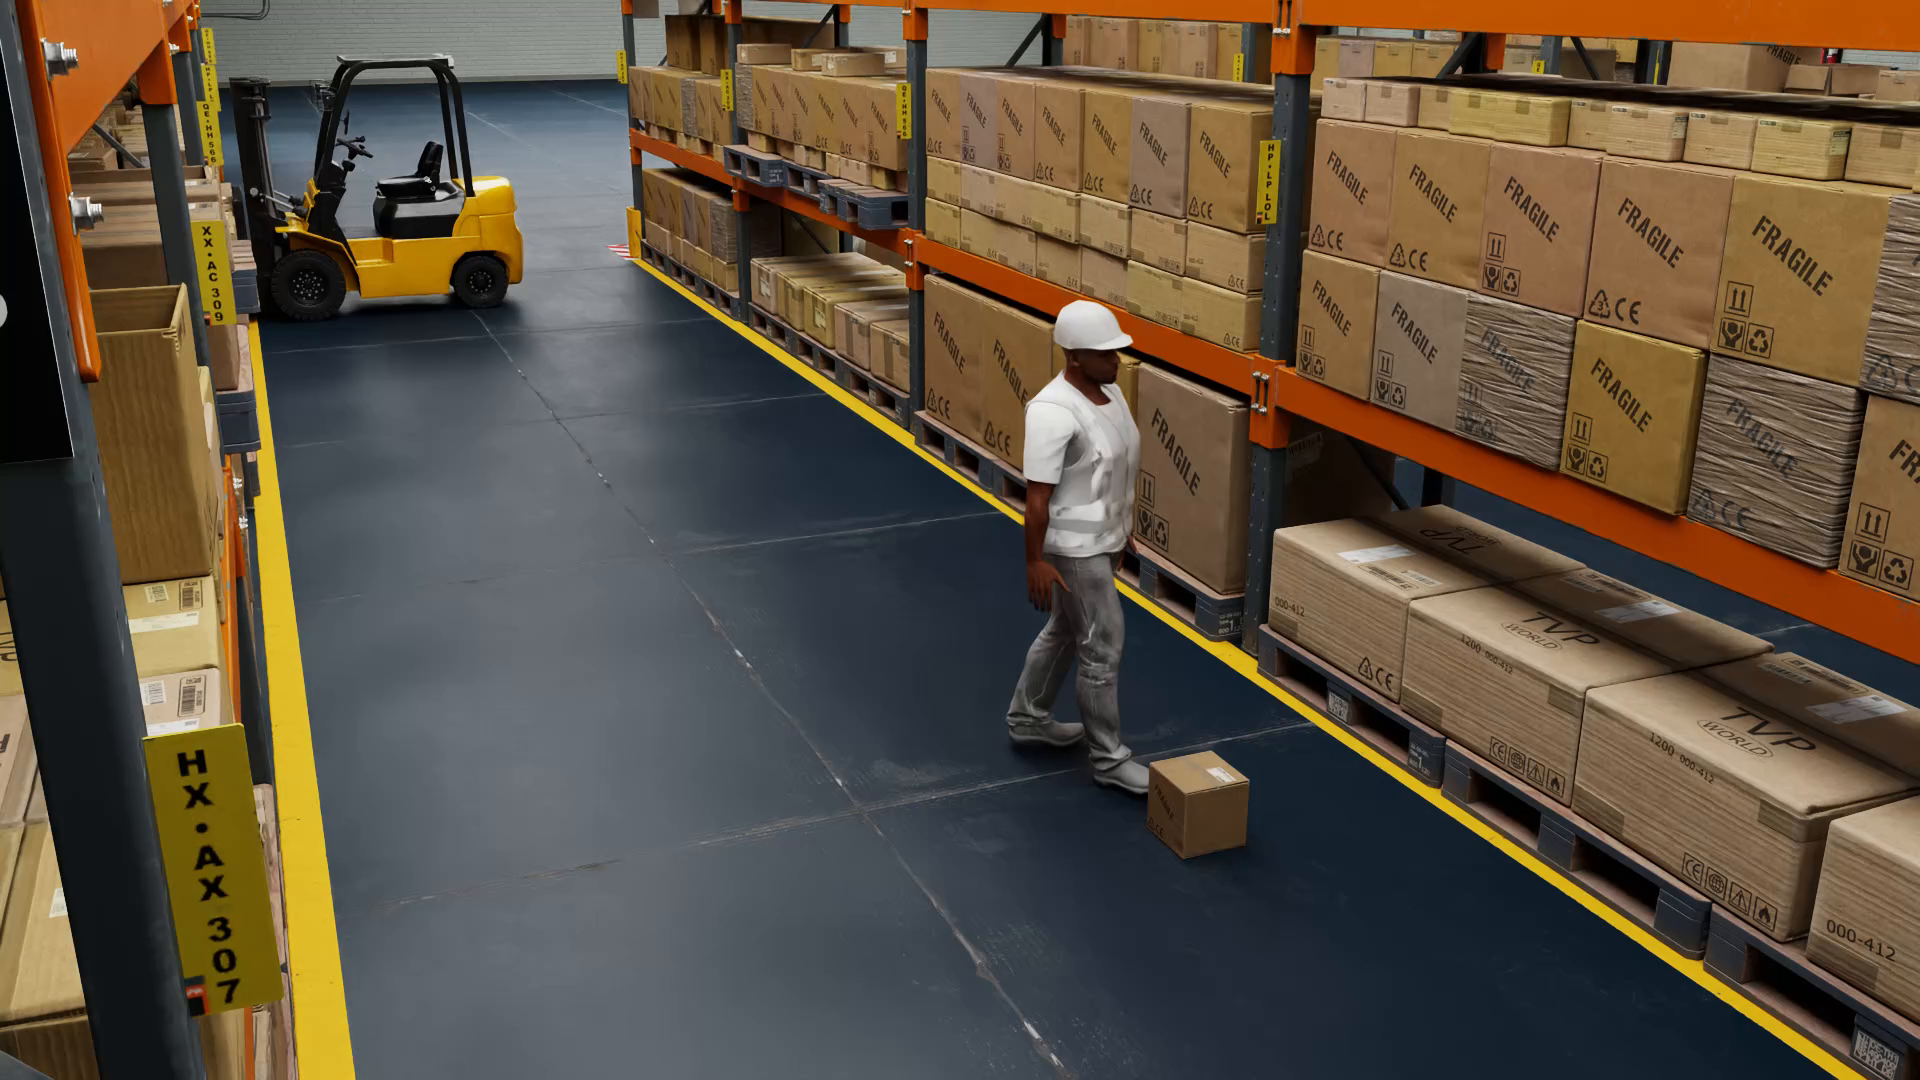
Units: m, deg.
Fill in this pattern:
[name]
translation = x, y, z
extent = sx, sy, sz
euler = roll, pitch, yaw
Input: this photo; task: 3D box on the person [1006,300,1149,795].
[person]
translation = 0.487, 0.016, 5.968
extent = 0.703, 1.764, 0.575
euler = 8, 20, 22
